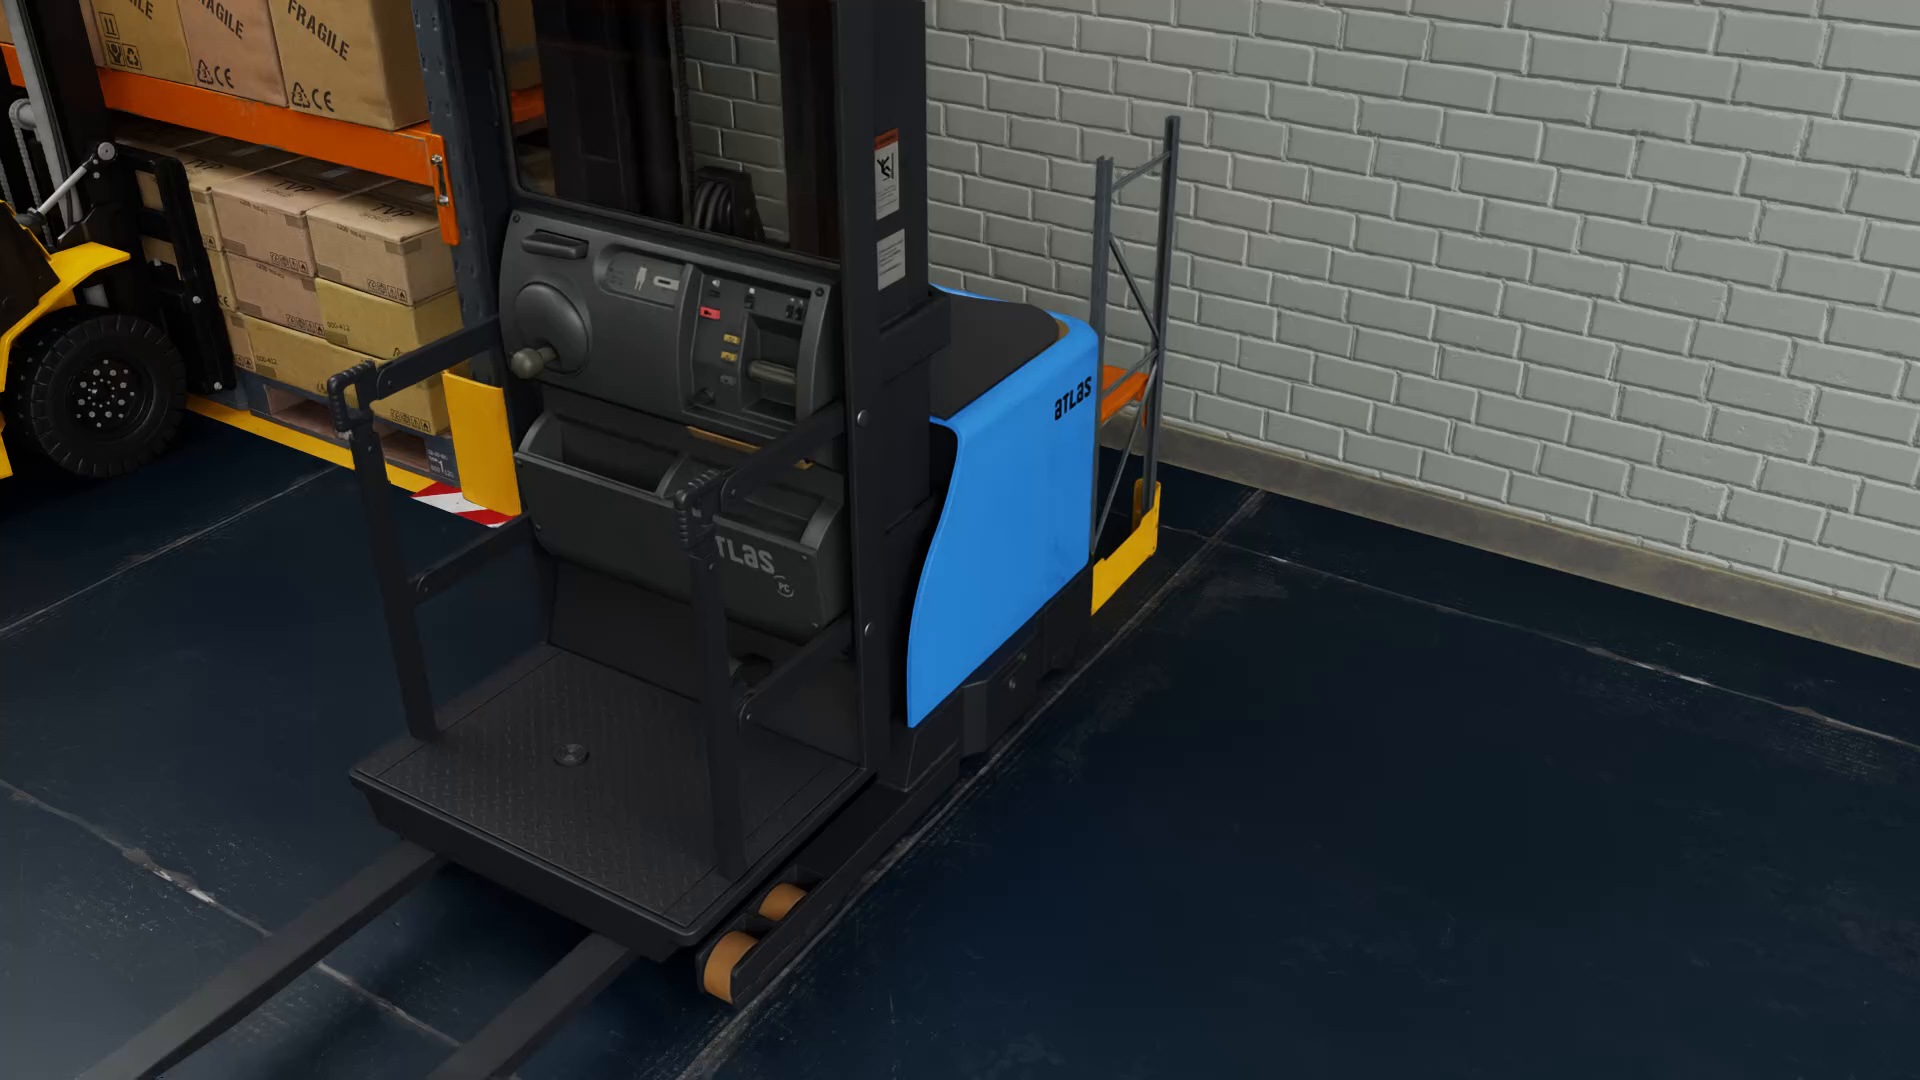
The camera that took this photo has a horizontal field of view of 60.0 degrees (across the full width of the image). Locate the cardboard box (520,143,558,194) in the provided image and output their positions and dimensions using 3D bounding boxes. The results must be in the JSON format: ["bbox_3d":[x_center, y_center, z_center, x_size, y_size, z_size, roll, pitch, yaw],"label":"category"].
[{"bbox_3d":[-1.700,-1.299,6.319,0.500,0.250,0.500,17,34,27],"label":"cardboard box"}]

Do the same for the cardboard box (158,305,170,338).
[{"bbox_3d":[-3.246,-1.053,6.890,0.500,0.250,0.500,19,35,29],"label":"cardboard box"}]

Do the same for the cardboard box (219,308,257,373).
[{"bbox_3d":[-2.794,-0.923,6.668,0.500,0.250,0.500,18,35,28],"label":"cardboard box"}]

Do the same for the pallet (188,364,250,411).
[{"bbox_3d":[-3.093,-0.973,7.209,1.213,0.211,1.003,18,35,27],"label":"pallet"}]

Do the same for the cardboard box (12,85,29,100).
[{"bbox_3d":[-4.111,-1.756,7.103,0.500,0.250,0.500,18,35,27],"label":"cardboard box"}]

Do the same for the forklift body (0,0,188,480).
[{"bbox_3d":[-3.969,-1.026,5.375,1.214,2.155,2.313,18,35,27],"label":"forklift body"}]

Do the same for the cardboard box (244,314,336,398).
[{"bbox_3d":[-2.376,-0.786,6.432,0.500,0.250,0.500,18,35,27],"label":"cardboard box"}]

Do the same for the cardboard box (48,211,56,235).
[{"bbox_3d":[-3.688,-1.410,7.006,0.500,0.250,0.500,17,34,27],"label":"cardboard box"}]

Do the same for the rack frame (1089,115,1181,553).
[{"bbox_3d":[0.514,-0.502,5.123,0.032,1.500,0.500,17,34,26],"label":"rack frame"}]

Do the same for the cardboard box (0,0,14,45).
[{"bbox_3d":[-3.665,-2.280,6.583,0.500,0.500,0.500,17,34,27],"label":"cardboard box"}]

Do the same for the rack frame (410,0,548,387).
[{"bbox_3d":[-1.393,-1.664,5.625,0.127,3.000,1.000,18,35,27],"label":"rack frame"}]

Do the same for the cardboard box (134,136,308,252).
[{"bbox_3d":[-2.818,-1.345,6.398,0.500,0.250,0.500,18,35,28],"label":"cardboard box"}]

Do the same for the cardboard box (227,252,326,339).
[{"bbox_3d":[-2.391,-1.009,6.319,0.500,0.250,0.500,17,34,27],"label":"cardboard box"}]

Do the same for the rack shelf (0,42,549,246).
[{"bbox_3d":[-3.087,-1.889,6.725,4.000,0.370,1.077,18,35,27],"label":"rack shelf"}]

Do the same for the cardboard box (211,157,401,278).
[{"bbox_3d":[-2.385,-1.214,6.173,0.500,0.250,0.500,18,35,28],"label":"cardboard box"}]

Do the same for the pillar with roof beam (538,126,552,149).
[{"bbox_3d":[-3.793,-2.989,1.943,0.400,9.000,9.100,18,35,27],"label":"pillar with roof beam"}]

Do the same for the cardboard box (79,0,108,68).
[{"bbox_3d":[-3.250,-2.137,6.336,0.500,0.500,0.500,18,35,28],"label":"cardboard box"}]

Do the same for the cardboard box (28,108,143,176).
[{"bbox_3d":[-3.683,-1.628,6.883,0.500,0.250,0.500,19,35,29],"label":"cardboard box"}]

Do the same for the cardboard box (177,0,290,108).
[{"bbox_3d":[-2.384,-1.870,5.879,0.500,0.500,0.500,19,35,29],"label":"cardboard box"}]

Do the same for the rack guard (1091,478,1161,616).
[{"bbox_3d":[0.497,0.033,5.446,0.087,0.250,0.587,17,34,26],"label":"rack guard"}]

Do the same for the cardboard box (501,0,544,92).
[{"bbox_3d":[-1.665,-1.958,6.030,0.500,0.500,0.500,19,35,29],"label":"cardboard box"}]

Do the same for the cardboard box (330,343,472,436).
[{"bbox_3d":[-1.959,-0.648,6.197,0.500,0.250,0.500,18,35,28],"label":"cardboard box"}]

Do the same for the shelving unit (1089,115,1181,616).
[{"bbox_3d":[0.068,-0.635,5.350,1.083,1.500,0.587,17,34,26],"label":"shelving unit"}]

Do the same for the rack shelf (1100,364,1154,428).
[{"bbox_3d":[0.076,-0.477,5.436,1.000,0.185,0.538,17,34,26],"label":"rack shelf"}]

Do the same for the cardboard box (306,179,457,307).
[{"bbox_3d":[-1.949,-1.079,5.943,0.500,0.250,0.500,19,35,29],"label":"cardboard box"}]

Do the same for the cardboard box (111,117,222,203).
[{"bbox_3d":[-3.243,-1.484,6.636,0.500,0.250,0.500,17,34,26],"label":"cardboard box"}]

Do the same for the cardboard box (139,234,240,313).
[{"bbox_3d":[-2.839,-1.139,6.541,0.500,0.250,0.500,17,34,26],"label":"cardboard box"}]

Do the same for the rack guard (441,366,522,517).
[{"bbox_3d":[-1.373,-0.577,6.244,0.348,0.500,1.175,18,35,27],"label":"rack guard"}]

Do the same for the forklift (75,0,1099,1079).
[{"bbox_3d":[-0.796,-0.450,3.613,1.130,2.935,3.031,17,34,27],"label":"forklift"}]

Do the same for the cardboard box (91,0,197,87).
[{"bbox_3d":[-2.819,-2.007,6.114,0.500,0.500,0.500,17,34,26],"label":"cardboard box"}]

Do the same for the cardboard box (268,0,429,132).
[{"bbox_3d":[-1.950,-1.727,5.634,0.500,0.500,0.500,17,34,26],"label":"cardboard box"}]

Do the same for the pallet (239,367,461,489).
[{"bbox_3d":[-2.063,-0.646,6.648,1.213,0.211,1.003,18,35,27],"label":"pallet"}]

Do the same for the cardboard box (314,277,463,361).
[{"bbox_3d":[-1.972,-0.870,6.081,0.500,0.250,0.500,17,34,27],"label":"cardboard box"}]
